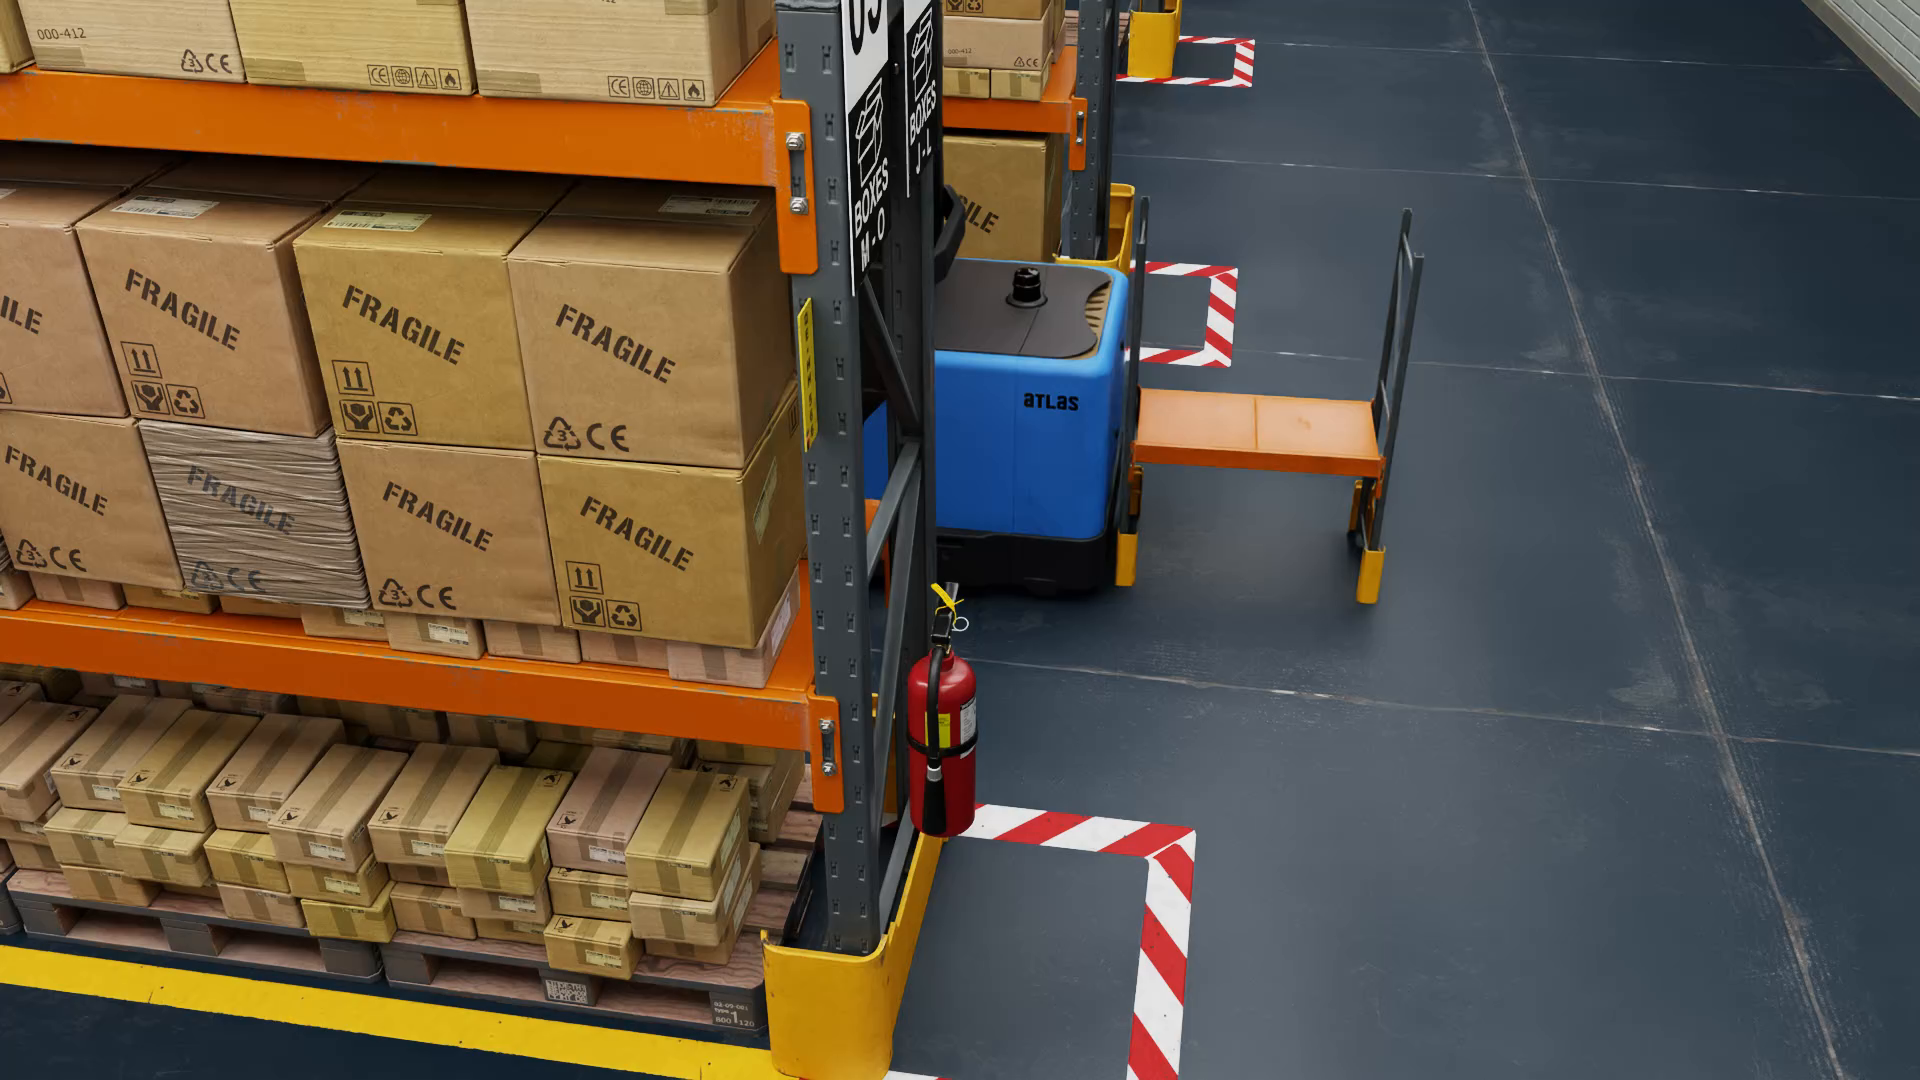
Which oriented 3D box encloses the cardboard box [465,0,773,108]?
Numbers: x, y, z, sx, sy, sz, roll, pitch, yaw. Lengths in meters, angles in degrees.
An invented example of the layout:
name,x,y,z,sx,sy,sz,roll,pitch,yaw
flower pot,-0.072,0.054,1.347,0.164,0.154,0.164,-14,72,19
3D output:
name,x,y,z,sx,sy,sz,roll,pitch,yaw
cardboard box,-0.708,-1.128,3.540,0.500,0.250,0.500,5,32,7

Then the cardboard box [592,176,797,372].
name,x,y,z,sx,sy,sz,roll,pitch,yaw
cardboard box,-0.613,-0.790,4.367,0.500,0.500,0.500,5,32,8

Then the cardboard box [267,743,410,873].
name,x,y,z,sx,sy,sz,roll,pitch,yaw
cardboard box,-1.813,0.785,4.899,0.250,0.149,0.380,6,33,10

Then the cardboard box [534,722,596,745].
name,x,y,z,sx,sy,sz,roll,pitch,yaw
cardboard box,-1.194,0.484,5.380,0.250,0.149,0.380,5,32,8

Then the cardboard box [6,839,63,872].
name,x,y,z,sx,sy,sz,roll,pitch,yaw
cardboard box,-2.808,0.877,5.314,0.250,0.149,0.380,4,32,6

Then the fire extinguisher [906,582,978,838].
name,x,y,z,sx,sy,sz,roll,pitch,yaw
fire extinguisher,-0.045,0.436,4.150,0.183,0.674,0.296,5,32,8

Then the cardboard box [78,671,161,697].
name,x,y,z,sx,sy,sz,roll,pitch,yaw
cardboard box,-2.734,0.359,5.580,0.250,0.149,0.380,4,32,6

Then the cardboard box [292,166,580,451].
name,x,y,z,sx,sy,sz,roll,pitch,yaw
cardboard box,-1.208,-0.567,4.011,0.500,0.500,0.500,4,32,7

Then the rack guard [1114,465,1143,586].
name,x,y,z,sx,sy,sz,roll,pitch,yaw
rack guard,0.724,-0.068,7.123,0.087,0.250,0.587,4,32,6

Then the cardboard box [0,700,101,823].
name,x,y,z,sx,sy,sz,roll,pitch,yaw
cardboard box,-2.837,0.671,5.081,0.250,0.149,0.380,6,33,9

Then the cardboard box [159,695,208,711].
name,x,y,z,sx,sy,sz,roll,pitch,yaw
cardboard box,-2.513,0.544,5.565,0.250,0.149,0.380,4,32,6

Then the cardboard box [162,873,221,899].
name,x,y,z,sx,sy,sz,roll,pitch,yaw
cardboard box,-2.296,0.934,5.222,0.250,0.149,0.380,6,33,10

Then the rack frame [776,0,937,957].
name,x,y,z,sx,sy,sz,roll,pitch,yaw
rack frame,-0.216,-0.018,4.452,0.127,3.000,1.000,5,32,8

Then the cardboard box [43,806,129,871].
name,x,y,z,sx,sy,sz,roll,pitch,yaw
cardboard box,-2.573,0.825,5.115,0.250,0.149,0.380,5,32,8

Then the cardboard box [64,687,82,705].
name,x,y,z,sx,sy,sz,roll,pitch,yaw
cardboard box,-3.028,0.497,5.640,0.250,0.149,0.380,5,32,9

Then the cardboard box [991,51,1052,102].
name,x,y,z,sx,sy,sz,roll,pitch,yaw
cardboard box,0.312,-2.356,8.424,0.250,0.149,0.380,6,33,9

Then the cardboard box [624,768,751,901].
name,x,y,z,sx,sy,sz,roll,pitch,yaw
cardboard box,-0.780,0.845,4.803,0.250,0.149,0.380,6,32,9

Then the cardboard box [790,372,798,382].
name,x,y,z,sx,sy,sz,roll,pitch,yaw
cardboard box,-0.612,-0.371,4.642,0.500,0.500,0.500,7,33,11

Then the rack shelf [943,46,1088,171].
name,x,y,z,sx,sy,sz,roll,pitch,yaw
rack shelf,-1.253,-2.477,9.058,4.000,0.370,1.077,5,32,8

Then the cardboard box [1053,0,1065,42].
name,x,y,z,sx,sy,sz,roll,pitch,yaw
cardboard box,0.291,-2.850,8.837,0.500,0.250,0.500,4,32,7

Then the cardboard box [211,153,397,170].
name,x,y,z,sx,sy,sz,roll,pitch,yaw
cardboard box,-1.621,-0.889,4.527,0.500,0.500,0.500,4,32,7

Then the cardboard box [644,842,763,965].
name,x,y,z,sx,sy,sz,roll,pitch,yaw
cardboard box,-0.770,1.074,4.998,0.250,0.149,0.380,6,32,9

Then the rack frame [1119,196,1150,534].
name,x,y,z,sx,sy,sz,roll,pitch,yaw
rack frame,0.705,-0.599,6.794,0.032,1.500,0.500,4,32,6

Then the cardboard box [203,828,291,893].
name,x,y,z,sx,sy,sz,roll,pitch,yaw
cardboard box,-2.059,0.871,5.043,0.250,0.149,0.380,7,33,11

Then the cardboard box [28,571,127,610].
name,x,y,z,sx,sy,sz,roll,pitch,yaw
cardboard box,-2.356,0.019,4.629,0.250,0.149,0.380,6,33,10

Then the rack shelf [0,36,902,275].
name,x,y,z,sx,sy,sz,roll,pitch,yaw
rack shelf,-2.187,-1.163,4.132,4.000,0.370,1.077,5,32,8

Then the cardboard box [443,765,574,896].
name,x,y,z,sx,sy,sz,roll,pitch,yaw
cardboard box,-1.295,0.836,4.818,0.250,0.149,0.380,4,32,7

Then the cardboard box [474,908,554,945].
name,x,y,z,sx,sy,sz,roll,pitch,yaw
cardboard box,-1.286,1.036,5.060,0.250,0.149,0.380,5,32,8

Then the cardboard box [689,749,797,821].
name,x,y,z,sx,sy,sz,roll,pitch,yaw
cardboard box,-0.689,0.705,5.307,0.250,0.149,0.380,6,33,10

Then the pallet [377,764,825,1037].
name,x,y,z,sx,sy,sz,roll,pitch,yaw
pallet,-1.085,1.066,5.348,1.213,0.211,1.003,5,32,8

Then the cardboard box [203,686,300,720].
name,x,y,z,sx,sy,sz,roll,pitch,yaw
cardboard box,-2.239,0.456,5.425,0.250,0.149,0.380,5,32,8

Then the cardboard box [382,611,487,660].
name,x,y,z,sx,sy,sz,roll,pitch,yaw
cardboard box,-1.328,0.140,4.436,0.250,0.149,0.380,6,33,10

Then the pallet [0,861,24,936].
name,x,y,z,sx,sy,sz,roll,pitch,yaw
pallet,-3.491,0.848,5.696,1.213,0.211,1.003,5,32,8

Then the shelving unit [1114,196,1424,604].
name,x,y,z,sx,sy,sz,roll,pitch,yaw
shelving unit,1.218,-0.563,6.736,1.083,1.500,0.587,4,32,6

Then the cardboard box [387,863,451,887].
name,x,y,z,sx,sy,sz,roll,pitch,yaw
cardboard box,-1.544,0.865,5.052,0.250,0.149,0.380,5,32,8

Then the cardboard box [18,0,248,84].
name,x,y,z,sx,sy,sz,roll,pitch,yaw
cardboard box,-1.699,-1.221,3.688,0.500,0.250,0.500,7,33,10

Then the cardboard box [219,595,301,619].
name,x,y,z,sx,sy,sz,roll,pitch,yaw
cardboard box,-1.839,0.046,4.586,0.250,0.149,0.380,4,32,6

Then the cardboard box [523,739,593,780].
name,x,y,z,sx,sy,sz,roll,pitch,yaw
cardboard box,-1.205,0.675,5.355,0.250,0.149,0.380,6,32,9

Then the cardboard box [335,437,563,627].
name,x,y,z,sx,sy,sz,roll,pitch,yaw
cardboard box,-1.209,-0.141,4.273,0.500,0.500,0.500,5,32,7

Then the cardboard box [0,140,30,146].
name,x,y,z,sx,sy,sz,roll,pitch,yaw
cardboard box,-2.637,-0.971,4.657,0.500,0.500,0.500,6,33,9

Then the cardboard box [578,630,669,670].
name,x,y,z,sx,sy,sz,roll,pitch,yaw
cardboard box,-0.823,0.165,4.396,0.250,0.149,0.380,5,32,8

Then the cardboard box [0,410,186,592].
name,x,y,z,sx,sy,sz,roll,pitch,yaw
cardboard box,-2.200,-0.231,4.417,0.500,0.500,0.500,7,33,11

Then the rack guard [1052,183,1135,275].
name,x,y,z,sx,sy,sz,roll,pitch,yaw
rack guard,0.742,-1.542,9.242,0.348,0.500,1.175,5,32,8

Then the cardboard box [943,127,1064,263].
name,x,y,z,sx,sy,sz,roll,pitch,yaw
cardboard box,0.074,-1.896,9.059,0.875,0.875,0.875,5,32,8

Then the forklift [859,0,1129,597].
name,x,y,z,sx,sy,sz,roll,pitch,yaw
forklift,-0.832,-1.372,6.679,3.031,2.935,1.130,5,32,8

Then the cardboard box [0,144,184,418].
name,x,y,z,sx,sy,sz,roll,pitch,yaw
cardboard box,-2.244,-0.654,4.150,0.500,0.500,0.500,4,32,7

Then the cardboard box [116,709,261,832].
name,x,y,z,sx,sy,sz,roll,pitch,yaw
cardboard box,-2.318,0.695,5.043,0.250,0.149,0.380,5,32,8

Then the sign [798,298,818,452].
name,x,y,z,sx,sy,sz,roll,pitch,yaw
sign,-0.329,-0.355,3.600,0.005,0.325,0.100,5,32,8

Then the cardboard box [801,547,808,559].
name,x,y,z,sx,sy,sz,roll,pitch,yaw
cardboard box,-0.480,-0.112,4.839,0.250,0.149,0.380,5,32,8

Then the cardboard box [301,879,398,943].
name,x,y,z,sx,sy,sz,roll,pitch,yaw
cardboard box,-1.794,1.030,5.068,0.250,0.149,0.380,4,32,6

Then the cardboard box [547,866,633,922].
name,x,y,z,sx,sy,sz,roll,pitch,yaw
cardboard box,-1.032,0.937,4.937,0.250,0.149,0.380,4,32,7

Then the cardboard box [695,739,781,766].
name,x,y,z,sx,sy,sz,roll,pitch,yaw
cardboard box,-0.675,0.535,5.298,0.250,0.149,0.380,4,32,6

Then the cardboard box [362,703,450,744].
name,x,y,z,sx,sy,sz,roll,pitch,yaw
cardboard box,-1.724,0.476,5.393,0.250,0.149,0.380,6,33,10

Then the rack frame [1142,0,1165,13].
name,x,y,z,sx,sy,sz,roll,pitch,yaw
rack frame,1.552,-5.194,12.721,0.127,3.000,1.000,5,32,8

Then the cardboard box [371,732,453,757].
name,x,y,z,sx,sy,sz,roll,pitch,yaw
cardboard box,-1.718,0.622,5.440,0.250,0.149,0.380,4,32,6

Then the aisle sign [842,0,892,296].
name,x,y,z,sx,sy,sz,roll,pitch,yaw
aisle sign,-0.194,-0.957,3.501,0.004,0.787,0.394,5,32,8
